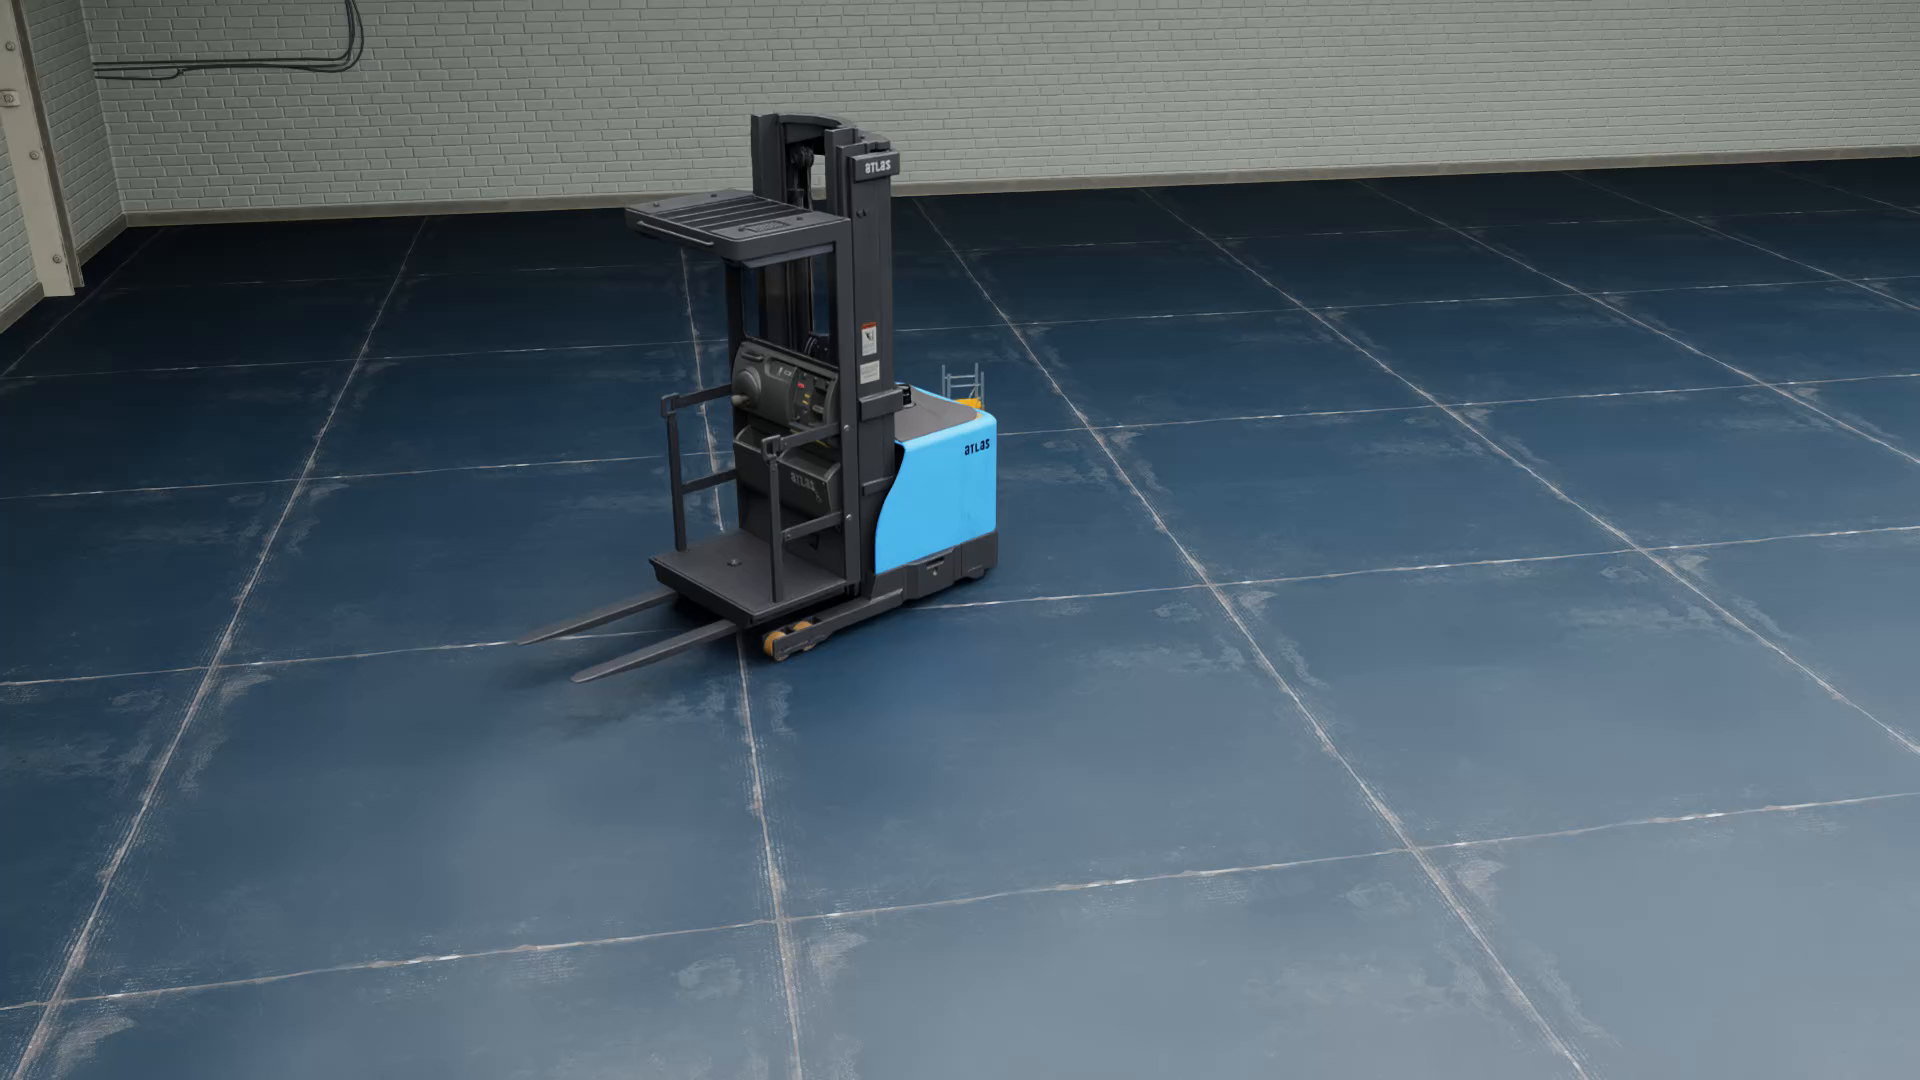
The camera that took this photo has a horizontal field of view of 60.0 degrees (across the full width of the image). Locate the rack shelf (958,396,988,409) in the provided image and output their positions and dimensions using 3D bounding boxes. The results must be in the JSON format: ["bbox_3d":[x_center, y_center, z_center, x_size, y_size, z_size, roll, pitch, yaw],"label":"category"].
[{"bbox_3d":[0.040,-0.862,10.936,0.258,0.103,0.180,-5,24,-11],"label":"rack shelf"}]

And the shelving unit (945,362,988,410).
[{"bbox_3d":[0.040,-0.573,11.062,0.258,1.200,0.189,-5,24,-11],"label":"shelving unit"}]

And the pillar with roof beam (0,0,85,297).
[{"bbox_3d":[-5.002,-7.005,16.045,9.100,9.000,0.400,-4,24,-10],"label":"pillar with roof beam"}]

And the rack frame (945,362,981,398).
[{"bbox_3d":[0.022,-0.609,11.145,0.240,1.200,0.006,-5,24,-11],"label":"rack frame"}]

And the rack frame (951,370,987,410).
[{"bbox_3d":[0.059,-0.537,10.980,0.240,1.200,0.006,-5,24,-11],"label":"rack frame"}]

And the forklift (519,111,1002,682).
[{"bbox_3d":[-1.158,-0.888,9.622,3.031,2.935,1.130,-20,31,-38],"label":"forklift"}]

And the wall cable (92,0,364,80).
[{"bbox_3d":[-8.478,-6.520,18.814,3.097,2.526,0.112,-4,24,-10],"label":"wall cable"}]
